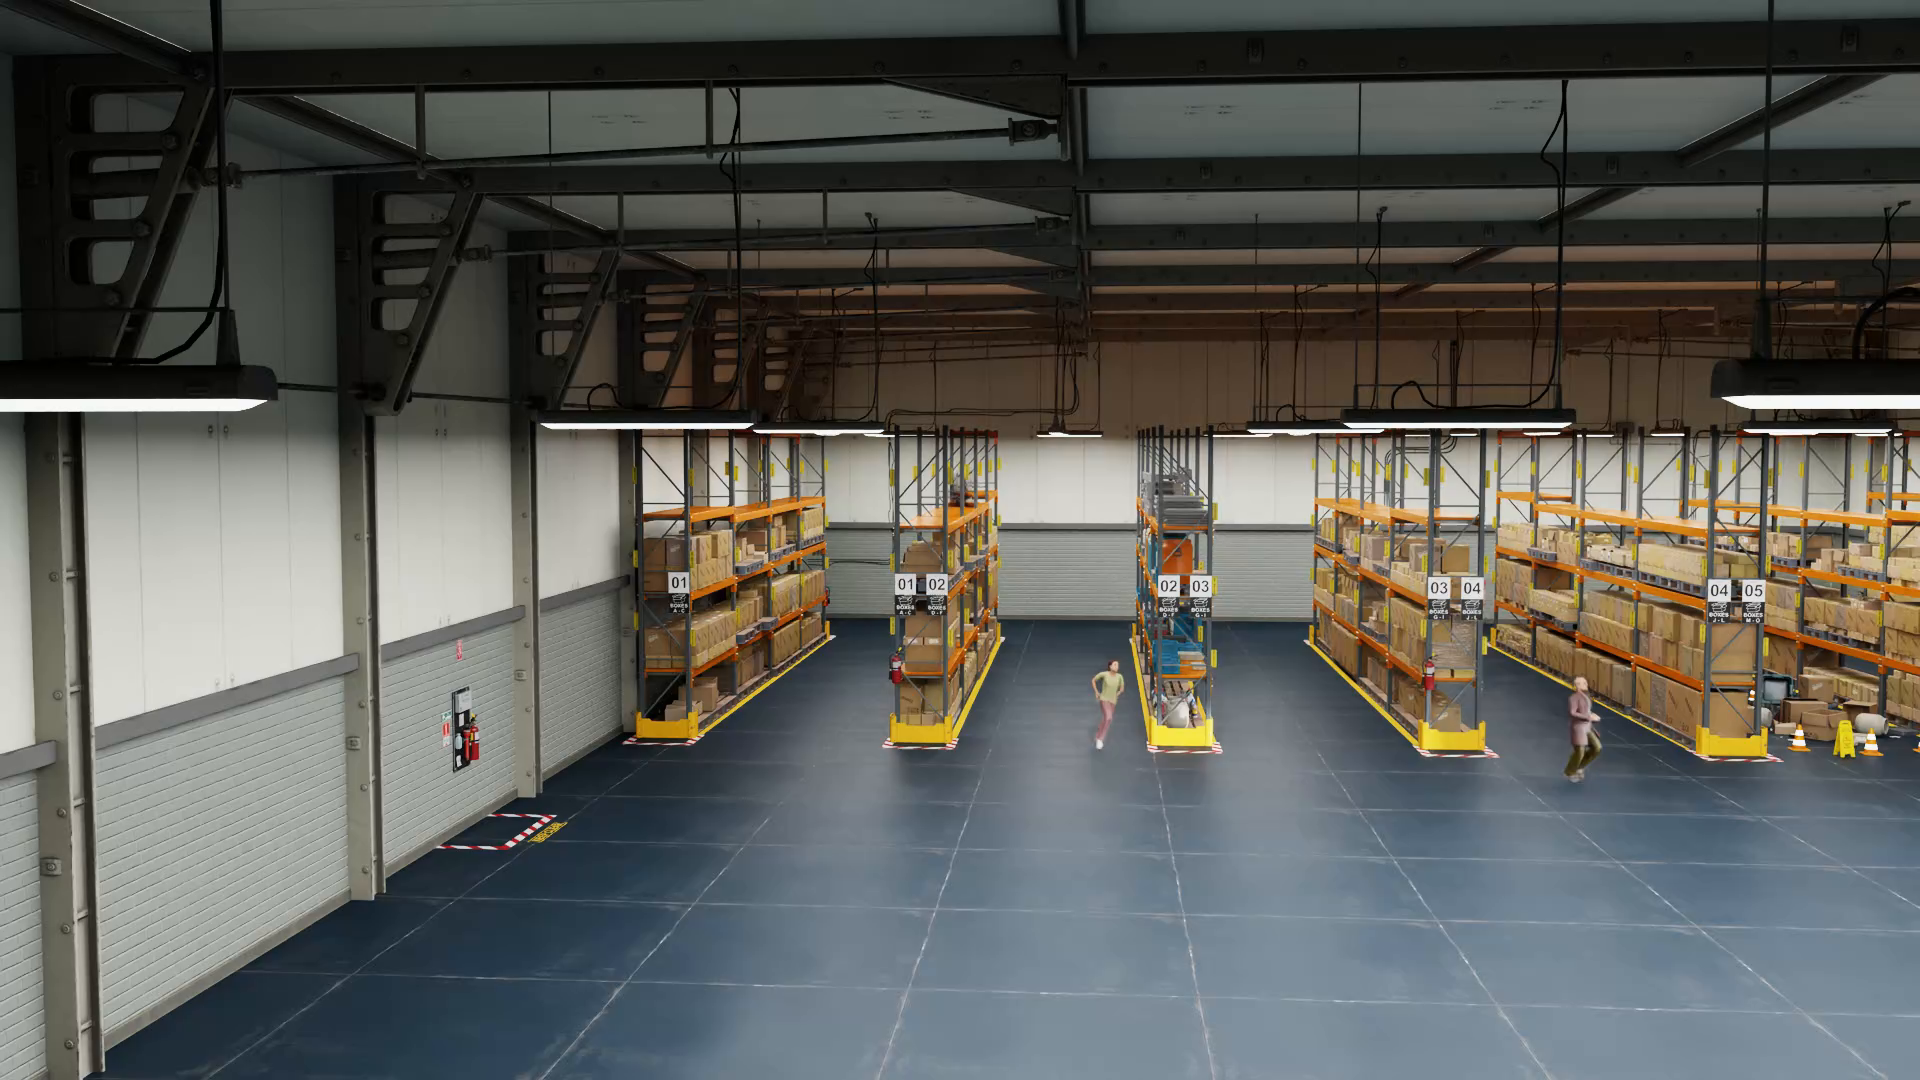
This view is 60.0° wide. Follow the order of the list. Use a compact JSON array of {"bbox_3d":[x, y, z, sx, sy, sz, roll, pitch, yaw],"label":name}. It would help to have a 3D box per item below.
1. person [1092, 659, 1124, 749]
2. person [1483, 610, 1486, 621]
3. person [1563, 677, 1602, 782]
[{"bbox_3d":[2.767,3.039,31.040,0.618,1.652,0.659,-1,4,-22],"label":"person"},{"bbox_3d":[13.157,2.281,42.663,0.652,1.809,0.756,0,3,3],"label":"person"},{"bbox_3d":[10.397,3.168,27.732,0.734,1.758,0.690,-3,4,-39],"label":"person"}]
